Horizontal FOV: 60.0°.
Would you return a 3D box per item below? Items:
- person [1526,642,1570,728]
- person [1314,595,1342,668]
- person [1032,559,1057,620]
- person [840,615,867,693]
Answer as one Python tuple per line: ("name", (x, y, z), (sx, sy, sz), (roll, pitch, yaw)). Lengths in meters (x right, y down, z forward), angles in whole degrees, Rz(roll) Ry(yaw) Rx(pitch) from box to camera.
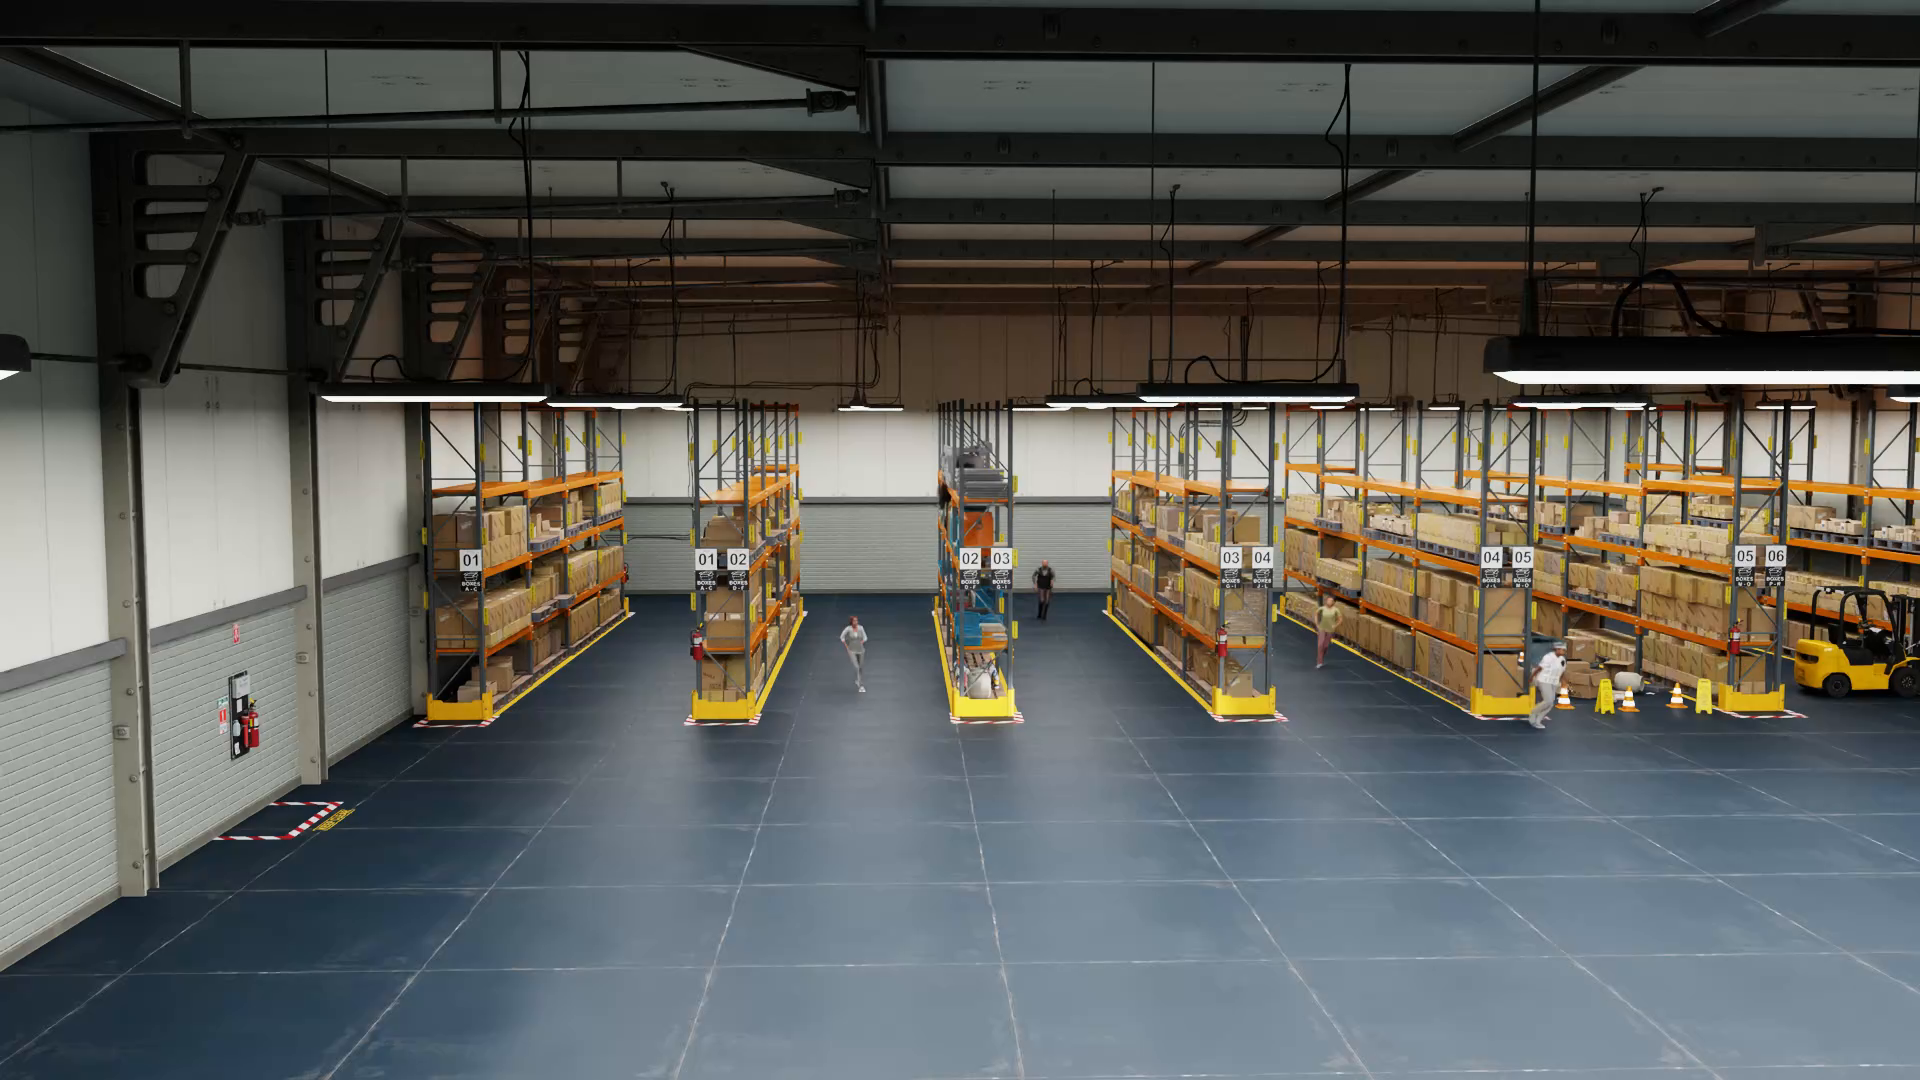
("person", (10.705, 2.631, 30.228), (0.605, 1.586, 0.693), (-2, 5, -29))
("person", (8.337, 2.057, 37.677), (0.630, 1.631, 0.801), (1, 4, 11))
("person", (2.358, 1.375, 46.102), (0.657, 1.709, 0.670), (-1, 4, -7))
("person", (-2.164, 2.324, 34.216), (0.531, 1.547, 0.838), (-2, 5, -22))
